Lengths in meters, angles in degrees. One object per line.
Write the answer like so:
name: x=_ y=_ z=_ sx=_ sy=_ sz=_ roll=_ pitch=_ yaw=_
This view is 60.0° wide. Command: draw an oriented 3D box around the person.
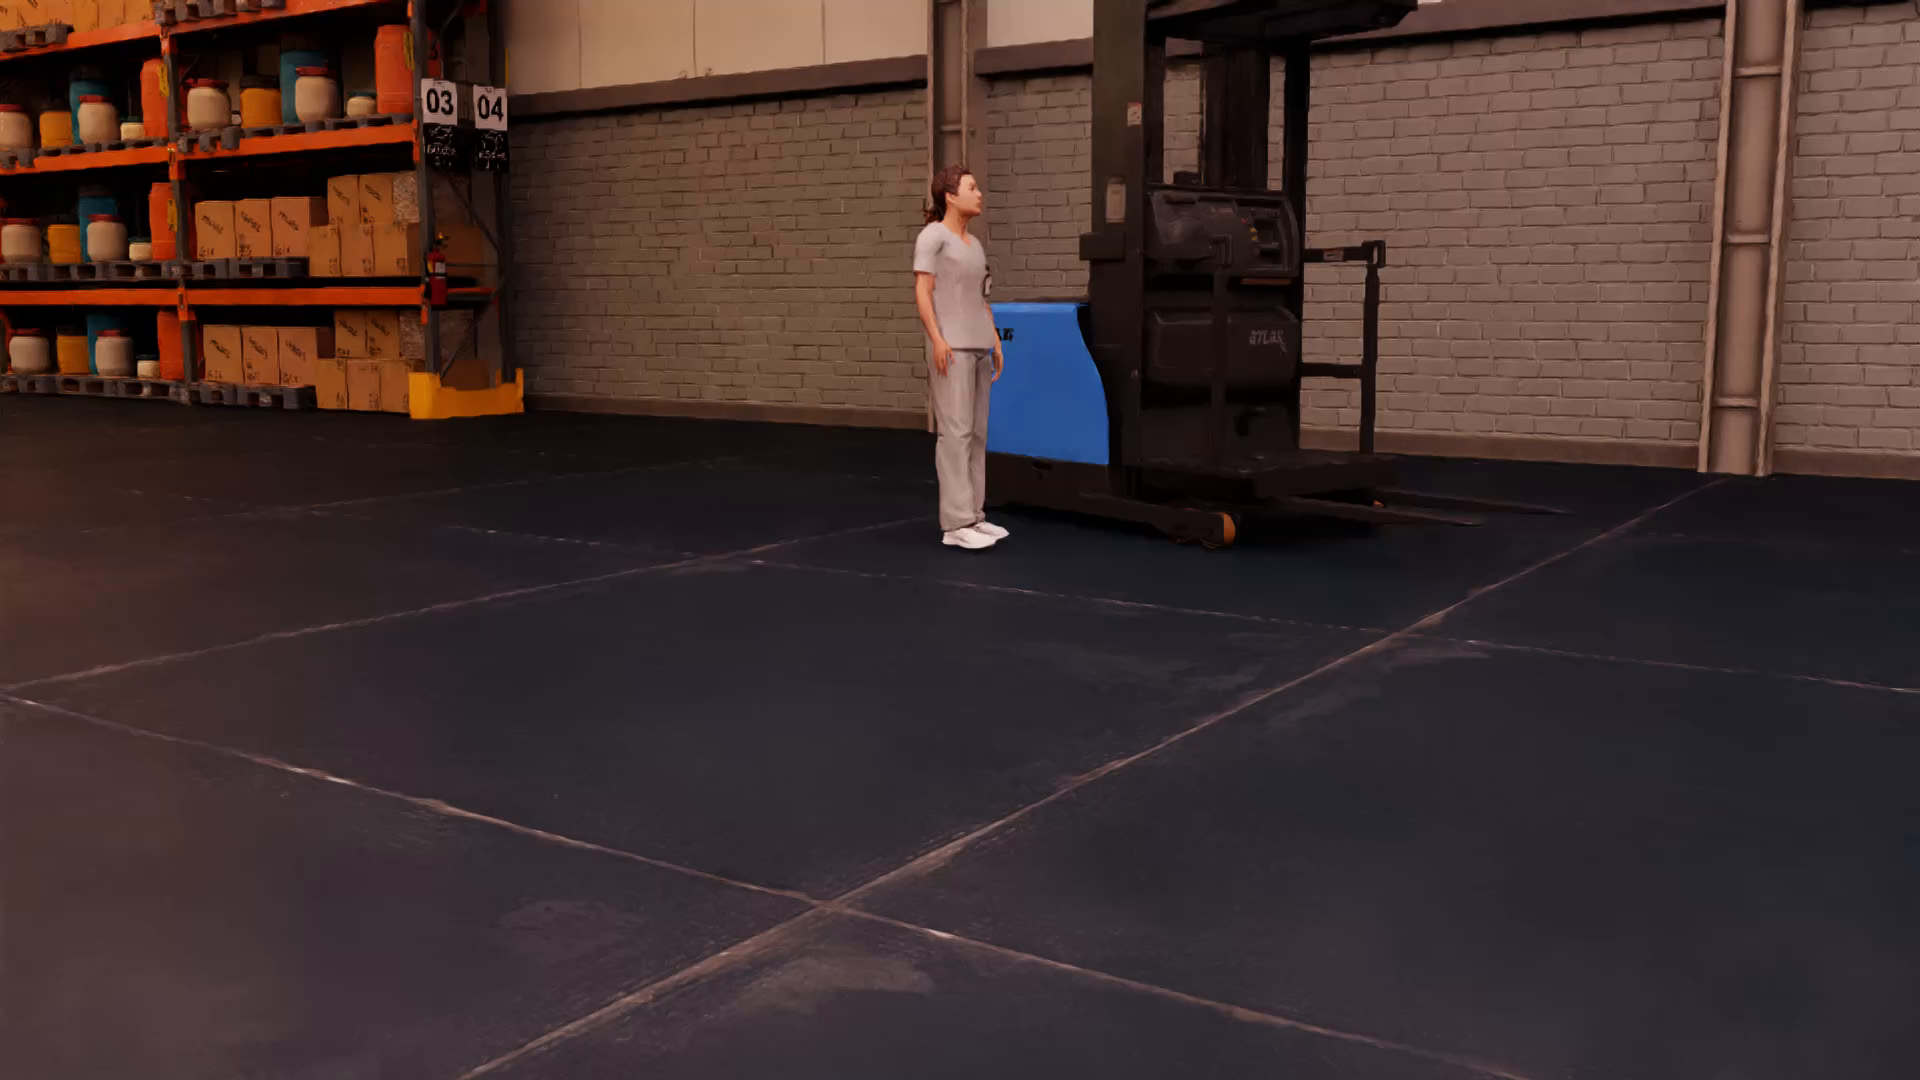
person: x=0.054 y=-0.830 z=7.433 sx=0.548 sy=1.674 sz=0.550 roll=5 pitch=10 yaw=34

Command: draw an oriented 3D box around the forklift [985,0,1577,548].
forklift: x=1.375 y=-1.490 z=7.672 sx=1.130 sy=2.935 sz=3.031 roll=-6 pitch=10 yaw=-36
